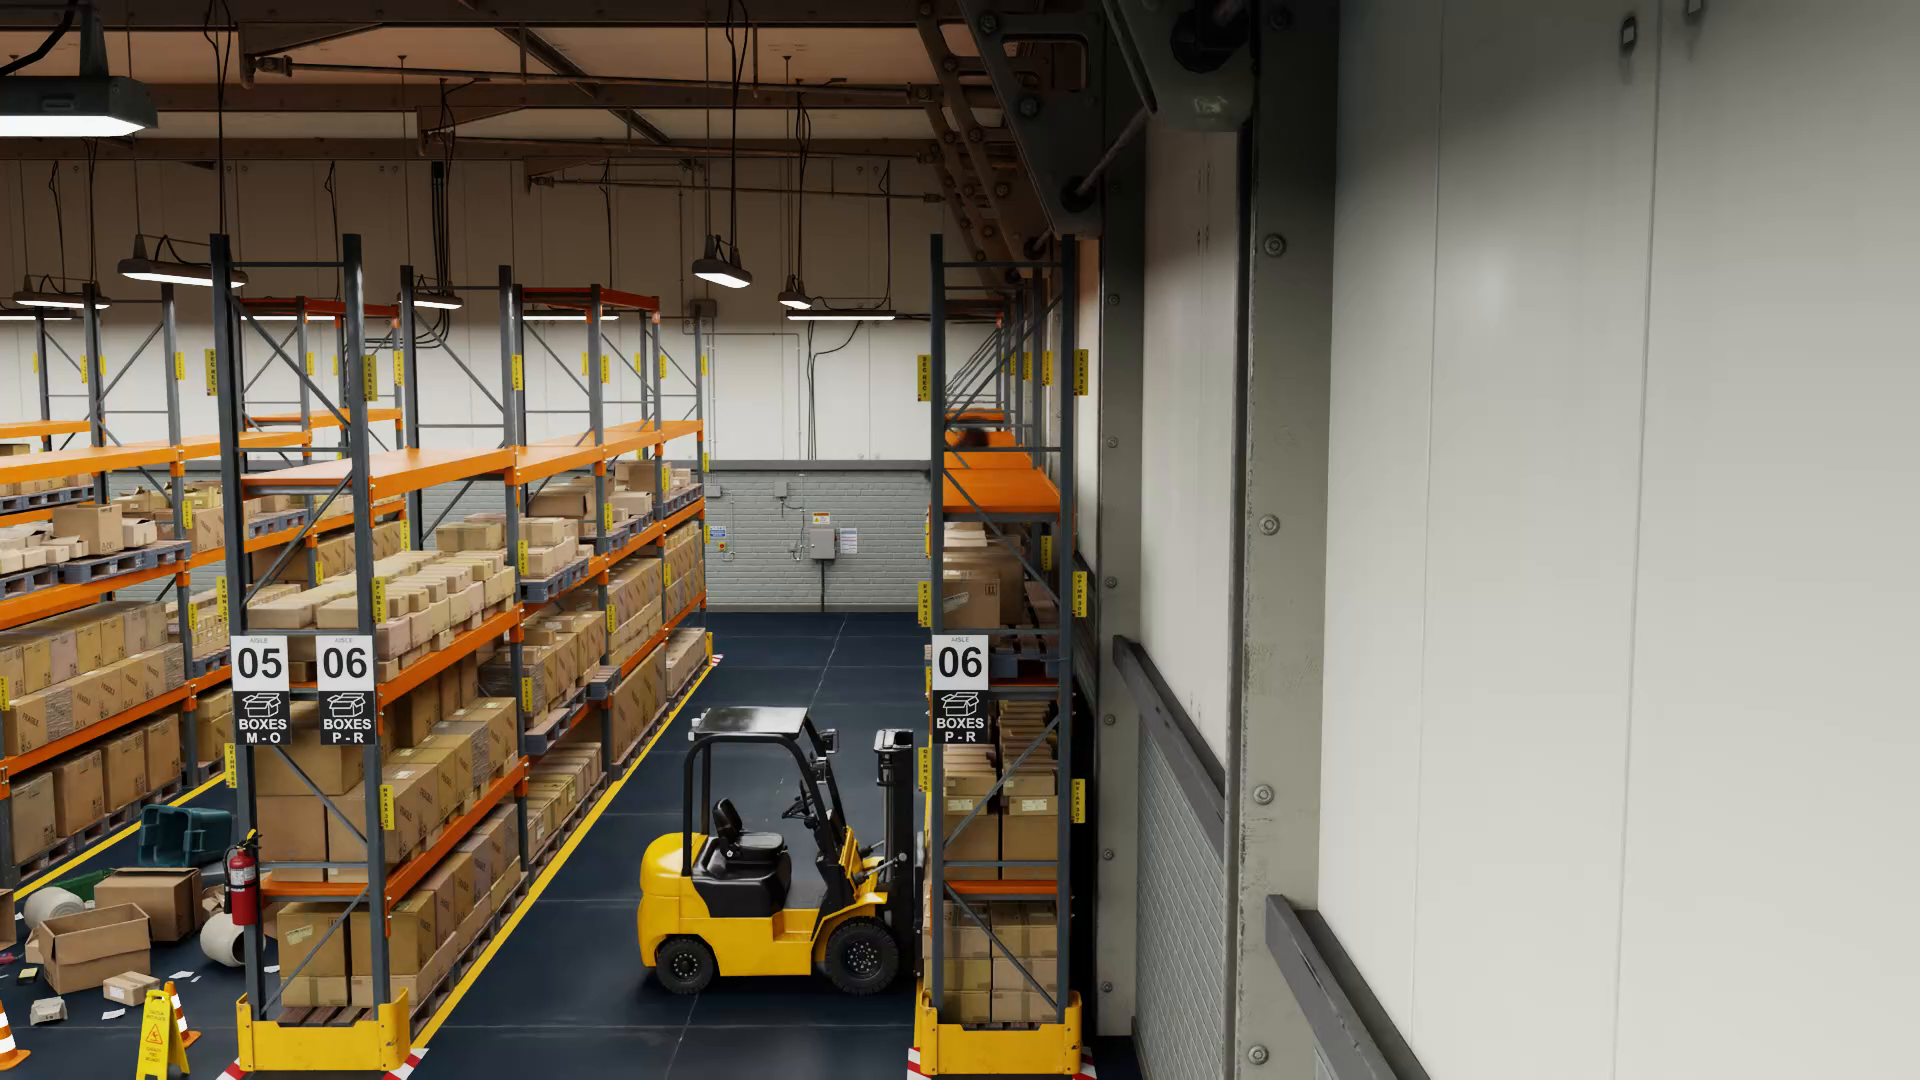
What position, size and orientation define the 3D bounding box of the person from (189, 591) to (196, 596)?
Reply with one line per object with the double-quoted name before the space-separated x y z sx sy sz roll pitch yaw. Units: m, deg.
"person" -11.456 1.564 24.794 0.574 1.683 0.939 1 6 5
